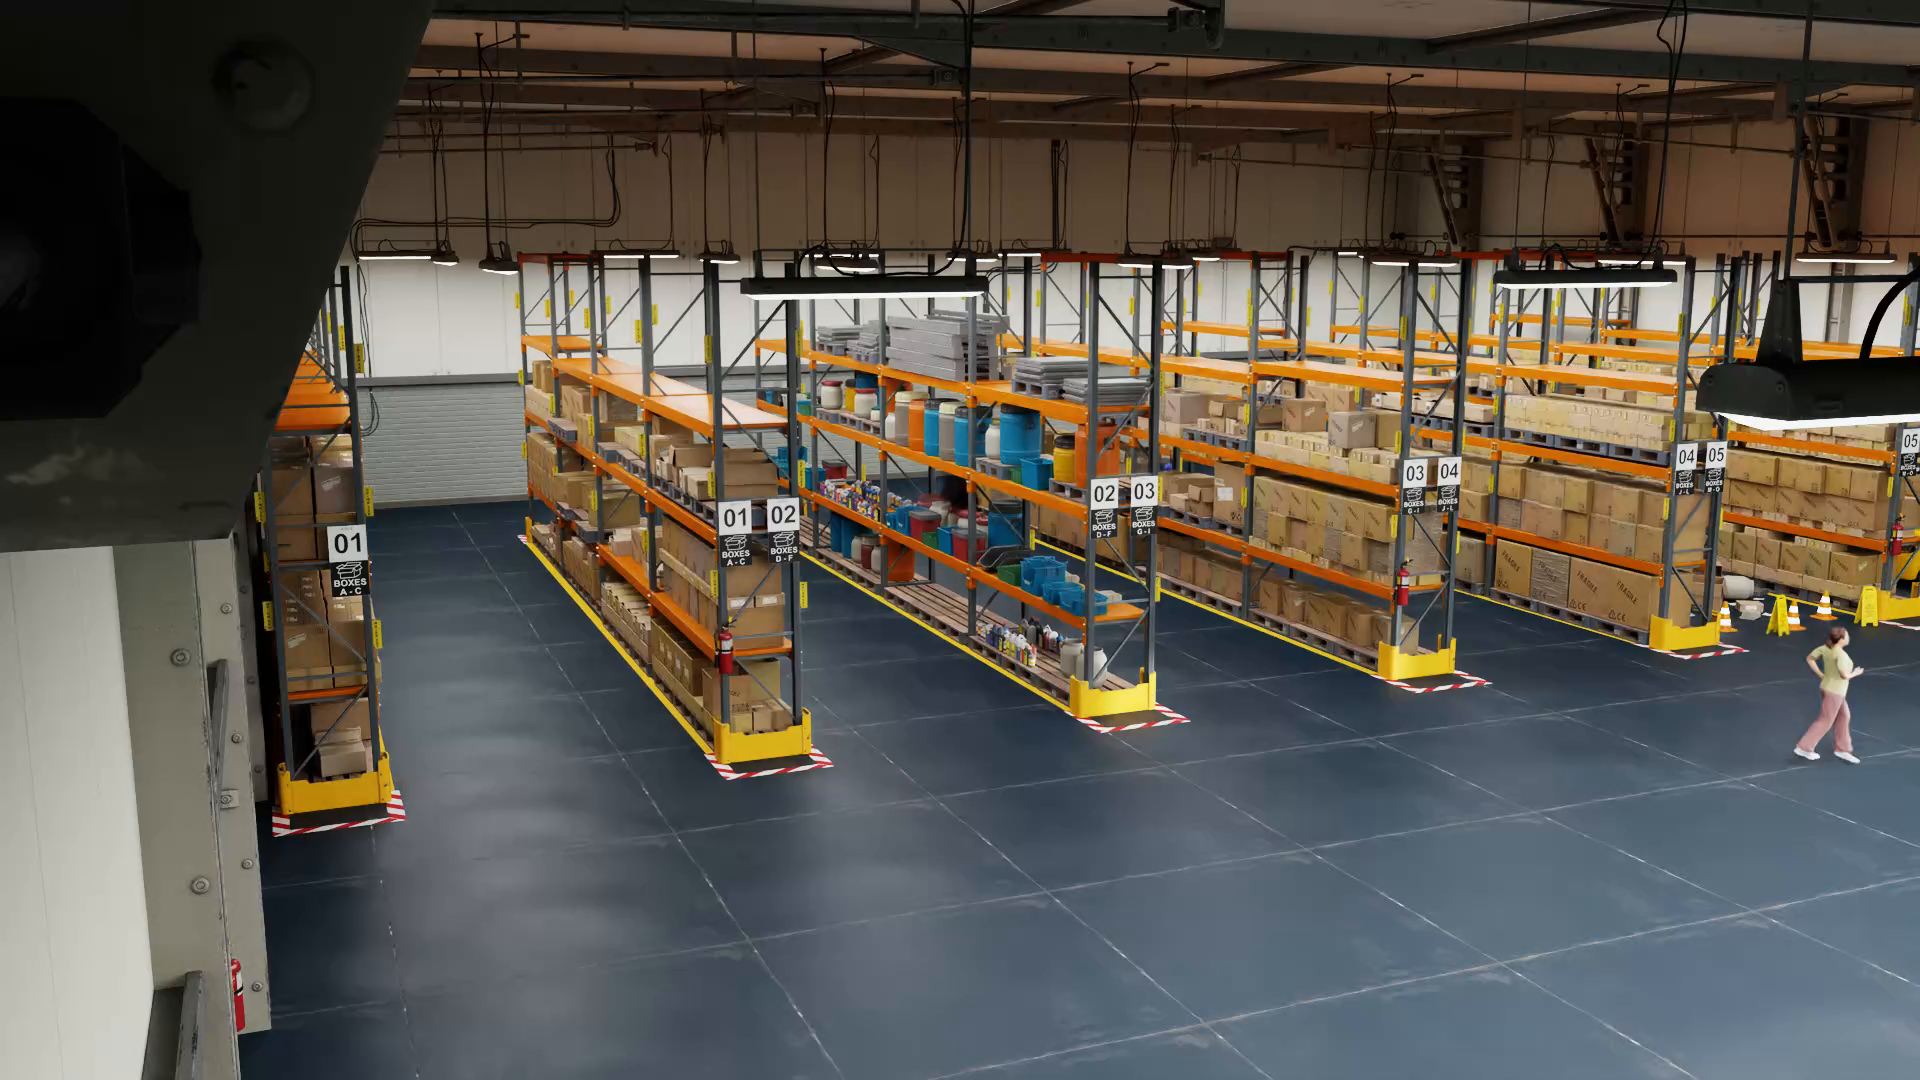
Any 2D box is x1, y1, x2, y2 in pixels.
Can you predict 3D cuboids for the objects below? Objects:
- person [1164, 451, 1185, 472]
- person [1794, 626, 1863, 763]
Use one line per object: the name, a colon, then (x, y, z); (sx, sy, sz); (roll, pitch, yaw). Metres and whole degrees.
person: (4.806, -1.181, 37.042); (0.596, 1.613, 0.672); (-3, 11, -17)
person: (10.526, 1.872, 20.063); (0.807, 1.700, 0.575); (1, 10, 5)
